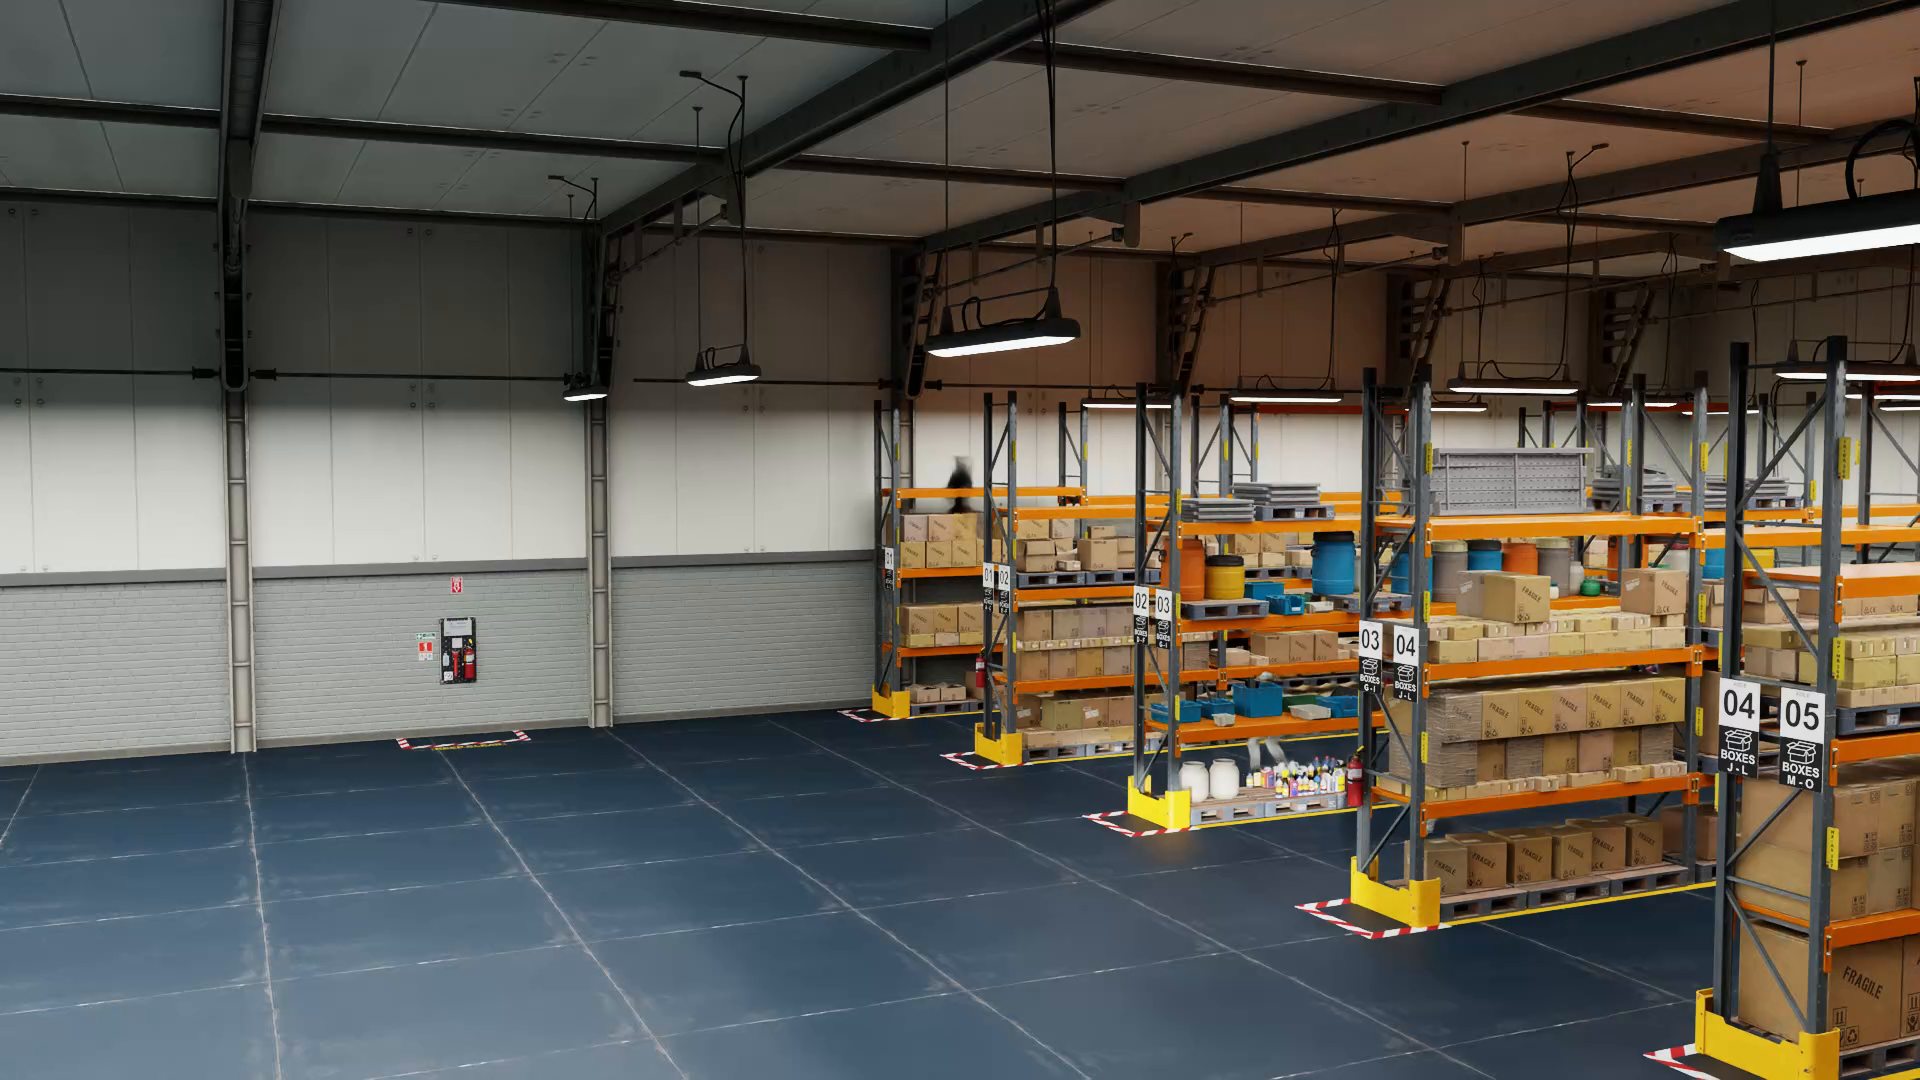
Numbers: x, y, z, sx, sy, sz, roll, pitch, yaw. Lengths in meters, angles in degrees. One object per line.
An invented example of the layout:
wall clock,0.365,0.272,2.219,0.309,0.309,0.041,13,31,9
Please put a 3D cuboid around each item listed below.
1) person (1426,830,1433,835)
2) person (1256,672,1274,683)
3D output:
person,6.182,3.003,22.014,0.599,1.746,0.604,-2,4,-30
person,4.709,2.426,25.449,0.522,0.826,0.599,-1,4,-20
